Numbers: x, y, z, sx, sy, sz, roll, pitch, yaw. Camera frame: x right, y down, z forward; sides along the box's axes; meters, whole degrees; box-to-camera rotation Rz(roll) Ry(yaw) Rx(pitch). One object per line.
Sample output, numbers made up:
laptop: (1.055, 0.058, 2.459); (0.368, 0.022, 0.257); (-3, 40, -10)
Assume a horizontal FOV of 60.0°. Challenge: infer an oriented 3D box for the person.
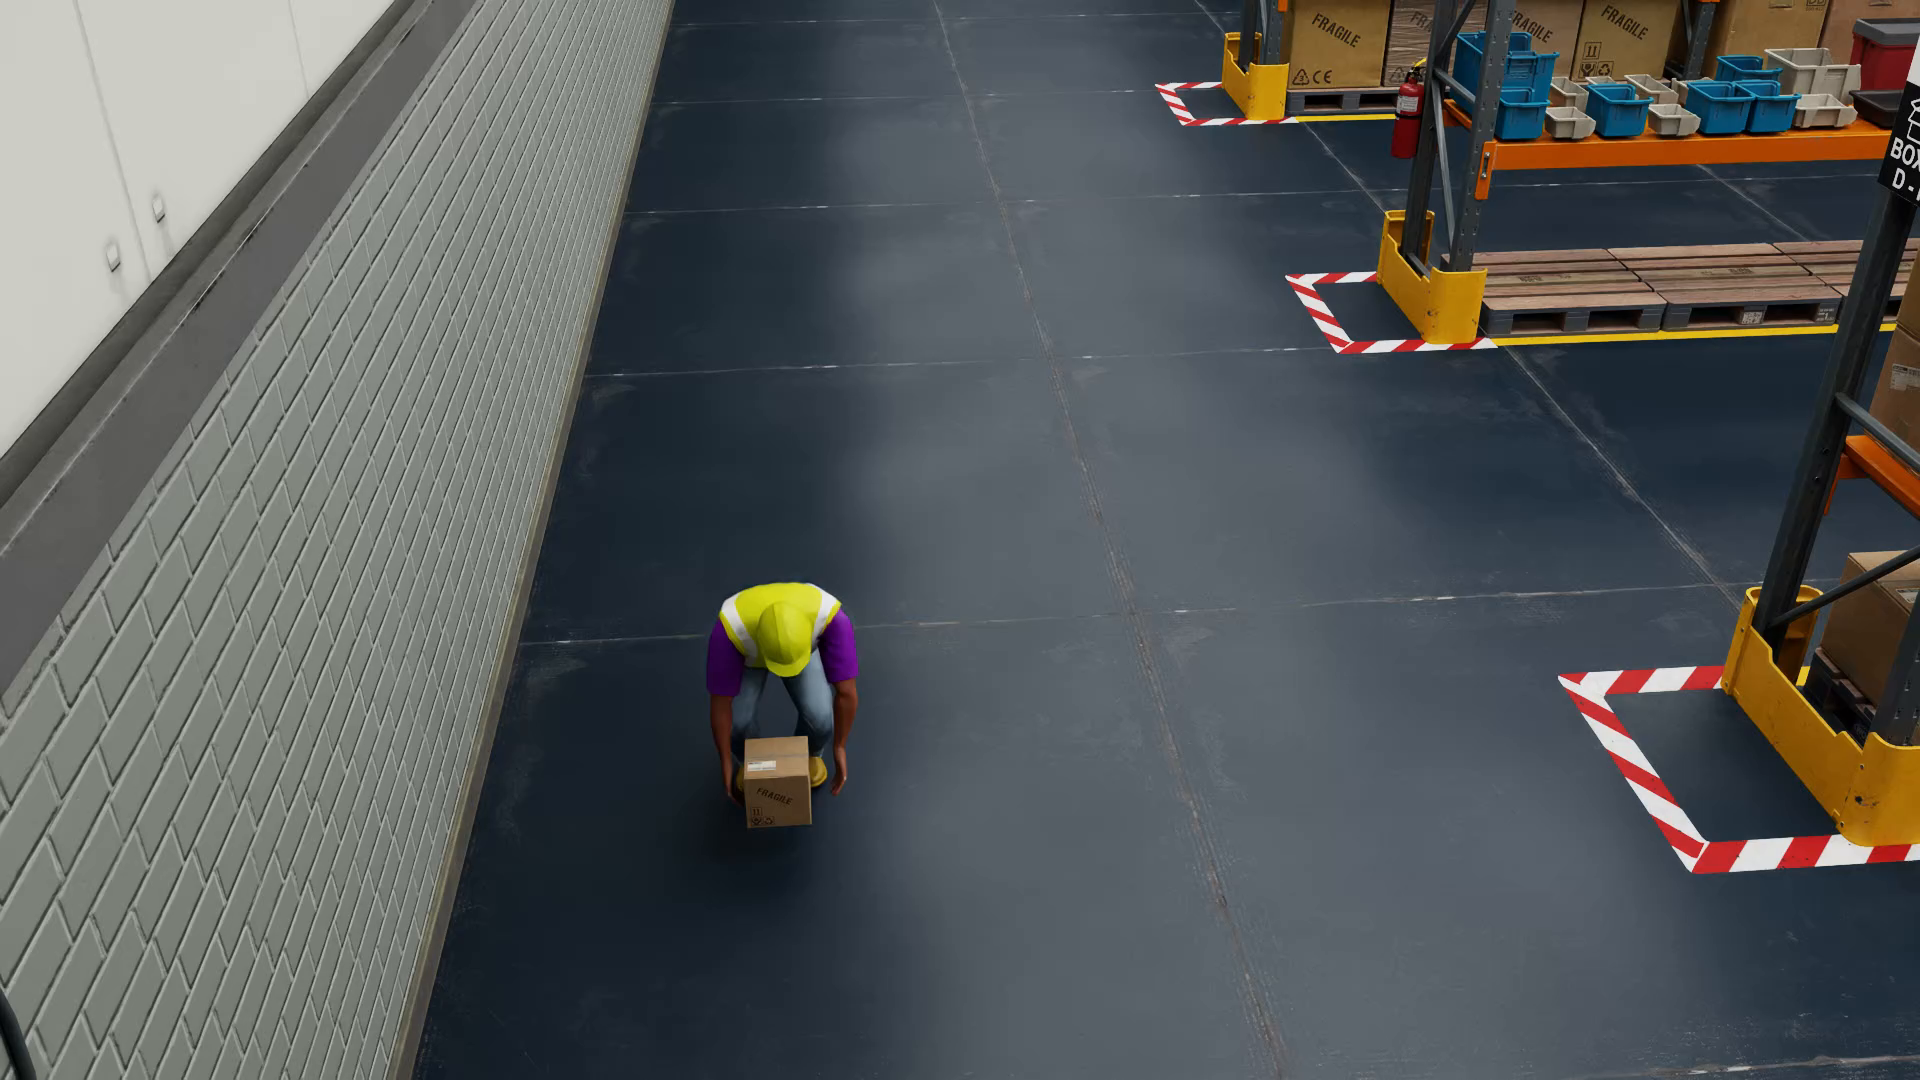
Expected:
person: (-0.716, 0.561, 6.778); (0.603, 1.111, 0.860); (-3, 31, -5)
